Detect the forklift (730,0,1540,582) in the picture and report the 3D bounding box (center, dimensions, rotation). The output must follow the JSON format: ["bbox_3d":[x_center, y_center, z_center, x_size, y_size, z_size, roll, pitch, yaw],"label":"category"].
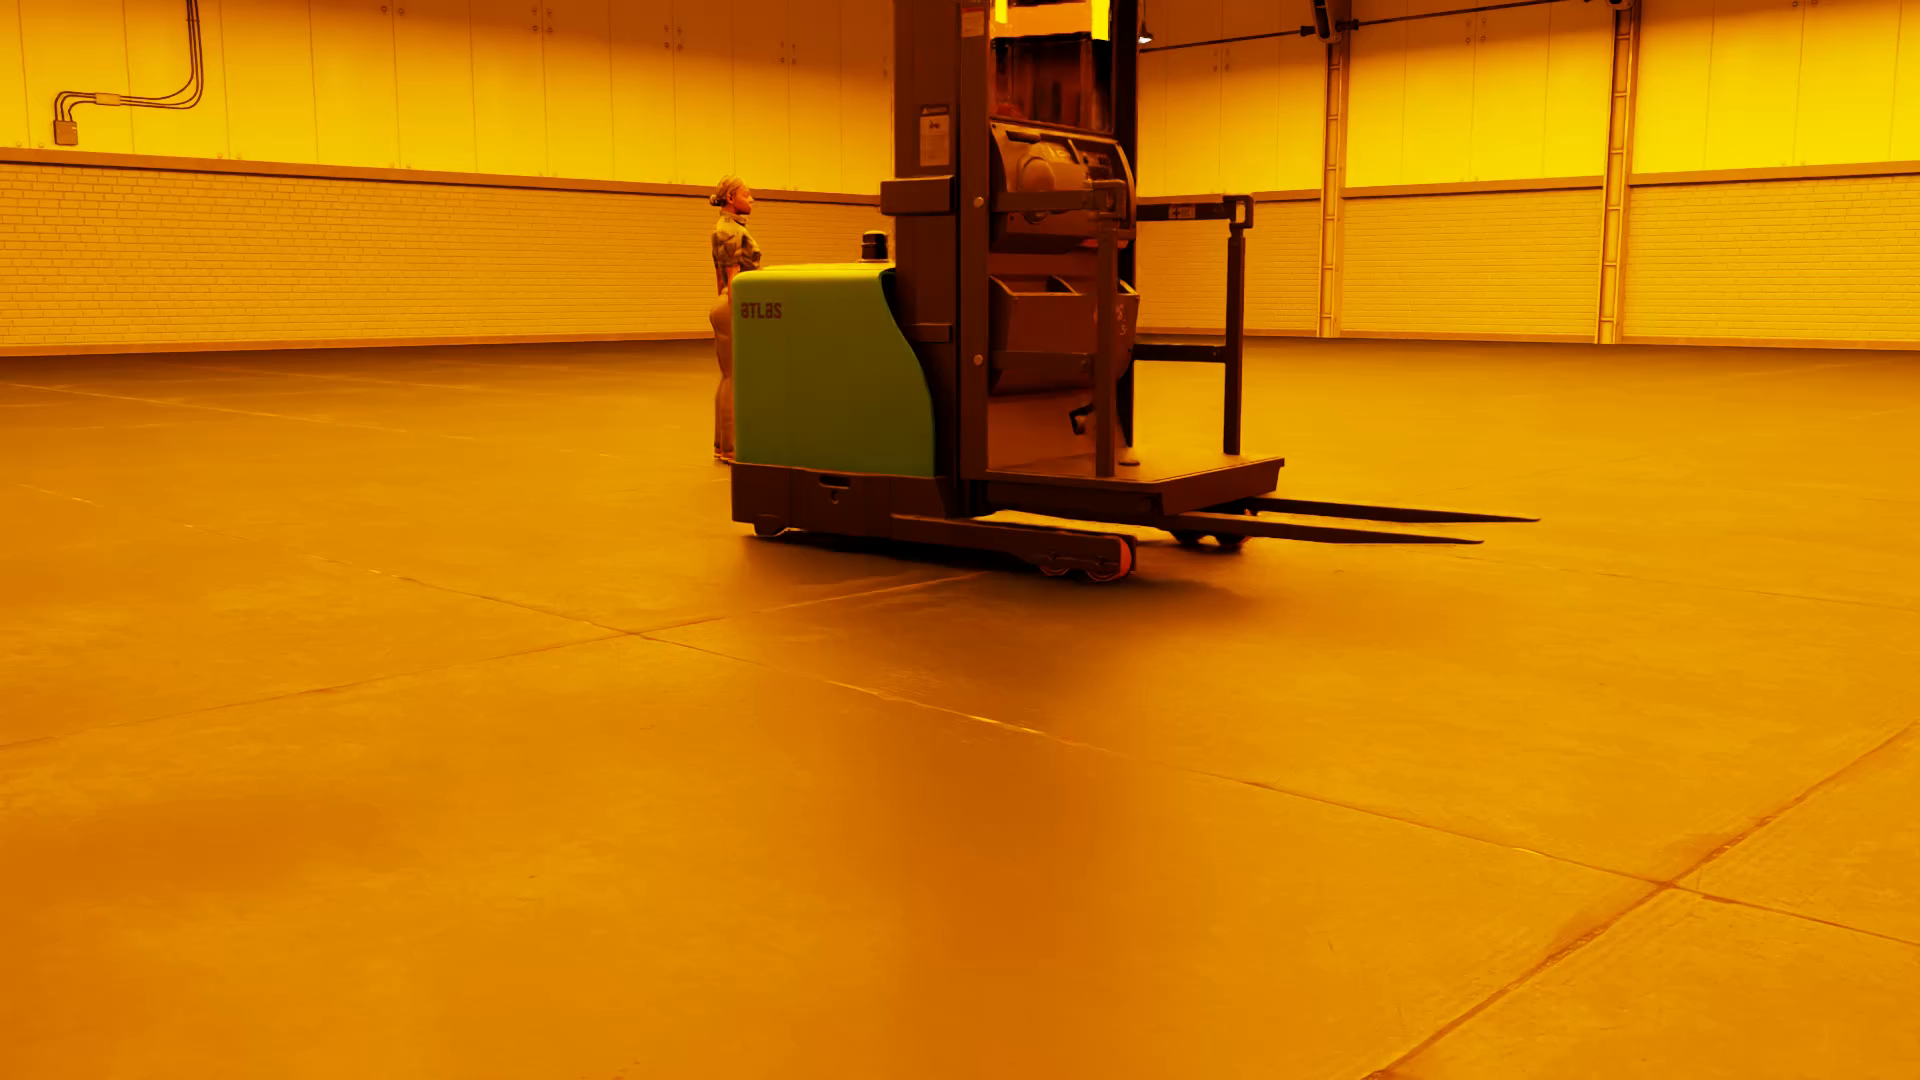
[{"bbox_3d":[0.566,-1.393,6.122,3.031,2.935,1.130,6,10,35],"label":"forklift"}]

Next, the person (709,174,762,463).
[{"bbox_3d":[-1.296,-1.290,9.720,0.325,1.662,0.448,-2,9,-13],"label":"person"}]
